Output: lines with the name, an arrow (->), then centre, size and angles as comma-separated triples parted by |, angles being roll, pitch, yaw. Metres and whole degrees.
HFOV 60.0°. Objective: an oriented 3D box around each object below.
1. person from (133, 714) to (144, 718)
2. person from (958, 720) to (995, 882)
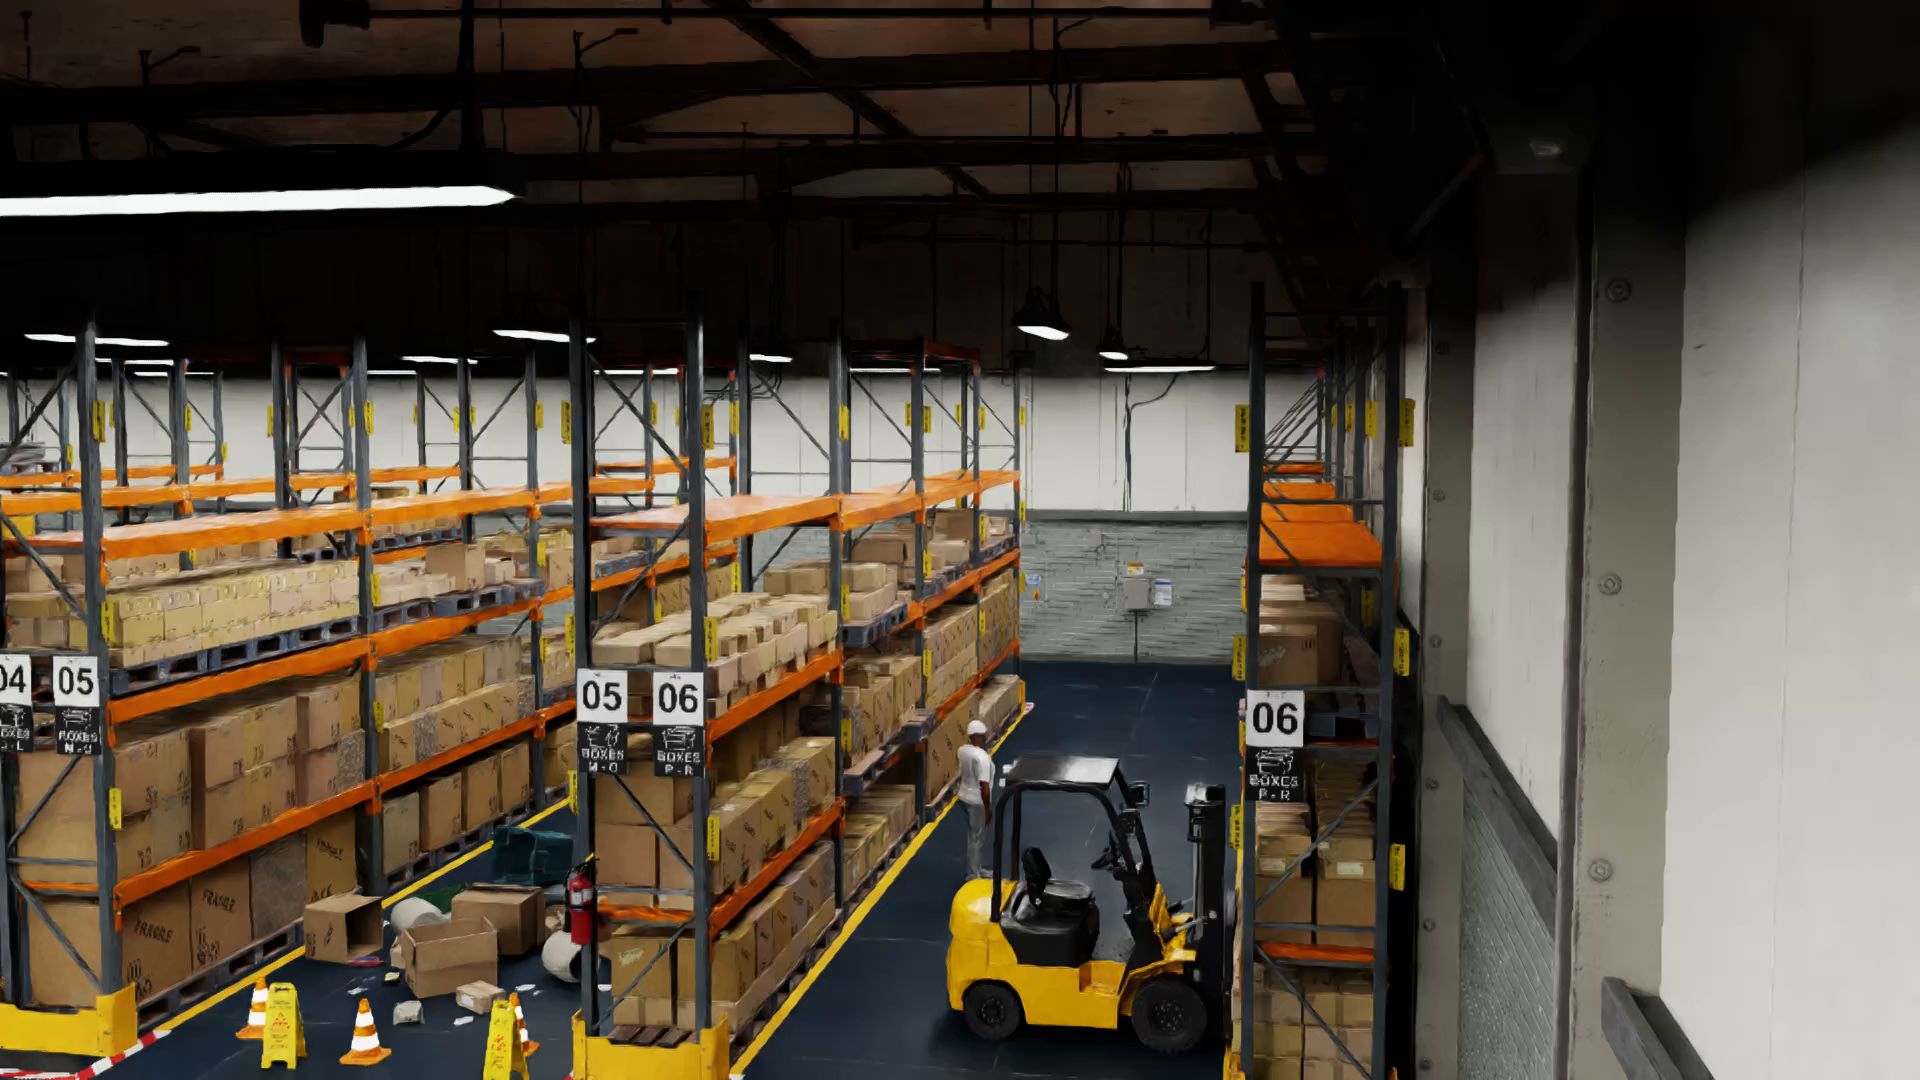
person -> -9.499, 2.731, 19.327 | 0.447, 1.761, 0.569 | -1, 5, -16
person -> 0.222, 2.821, 17.959 | 0.447, 1.771, 0.632 | -2, 5, -21
